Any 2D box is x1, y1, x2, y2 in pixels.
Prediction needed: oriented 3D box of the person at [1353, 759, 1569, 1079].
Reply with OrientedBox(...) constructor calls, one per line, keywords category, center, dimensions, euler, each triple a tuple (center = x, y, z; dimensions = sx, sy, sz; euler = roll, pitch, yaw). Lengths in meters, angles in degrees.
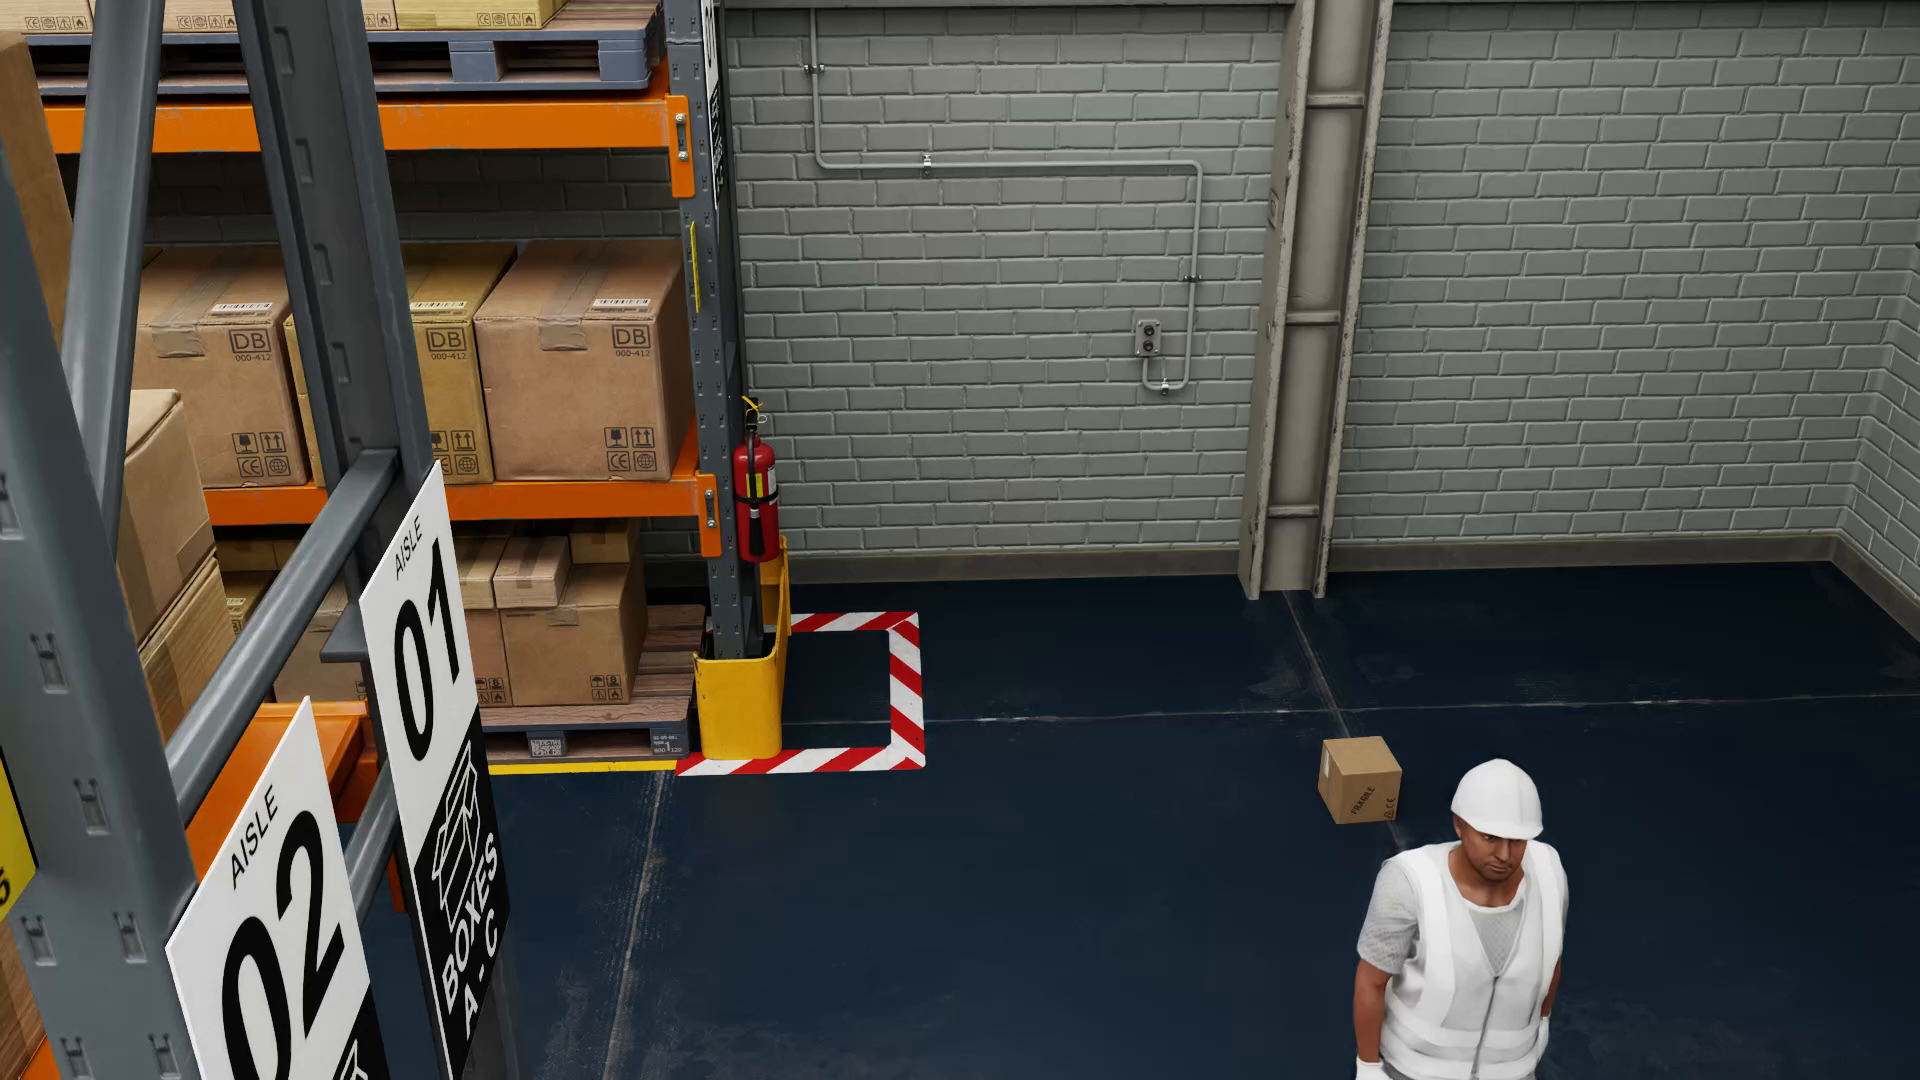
OrientedBox(category="person", center=(1.322, 1.412, 4.388), dimensions=(0.601, 1.830, 0.706), euler=(-1, 27, -1))
